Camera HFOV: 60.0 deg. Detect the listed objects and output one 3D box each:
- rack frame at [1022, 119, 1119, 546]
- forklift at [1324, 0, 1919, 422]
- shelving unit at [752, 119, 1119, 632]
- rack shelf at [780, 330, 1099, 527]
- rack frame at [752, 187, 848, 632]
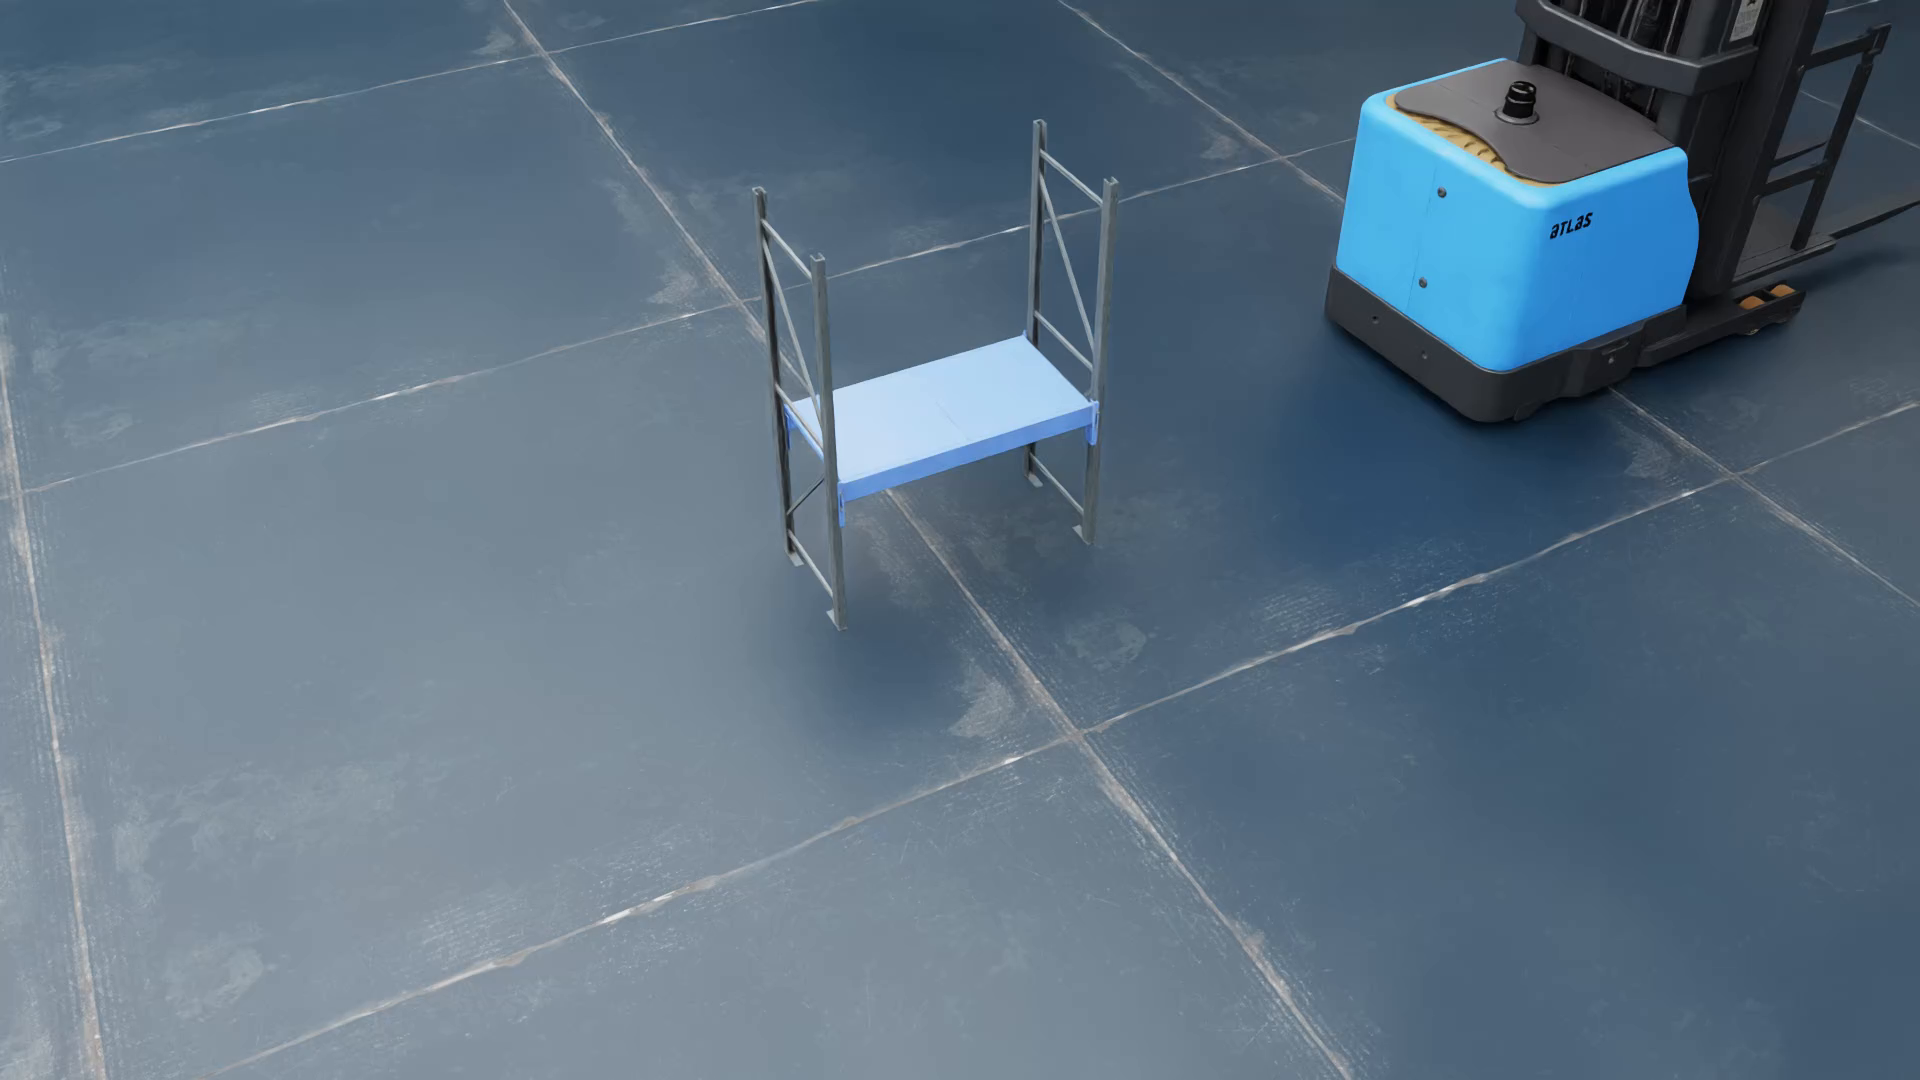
[{"bbox_3d":[0.375,-0.699,5.915,0.032,1.500,0.500,-19,44,-21],"label":"rack frame"},{"bbox_3d":[3.141,-2.295,6.692,3.031,2.935,1.130,-21,44,-23],"label":"forklift"},{"bbox_3d":[-0.076,-0.547,5.735,1.048,1.500,0.538,-19,44,-21],"label":"shelving unit"},{"bbox_3d":[-0.076,-0.410,5.852,1.000,0.185,0.538,-19,44,-21],"label":"rack shelf"},{"bbox_3d":[-0.527,-0.395,5.556,0.032,1.500,0.500,-19,44,-21],"label":"rack frame"}]
